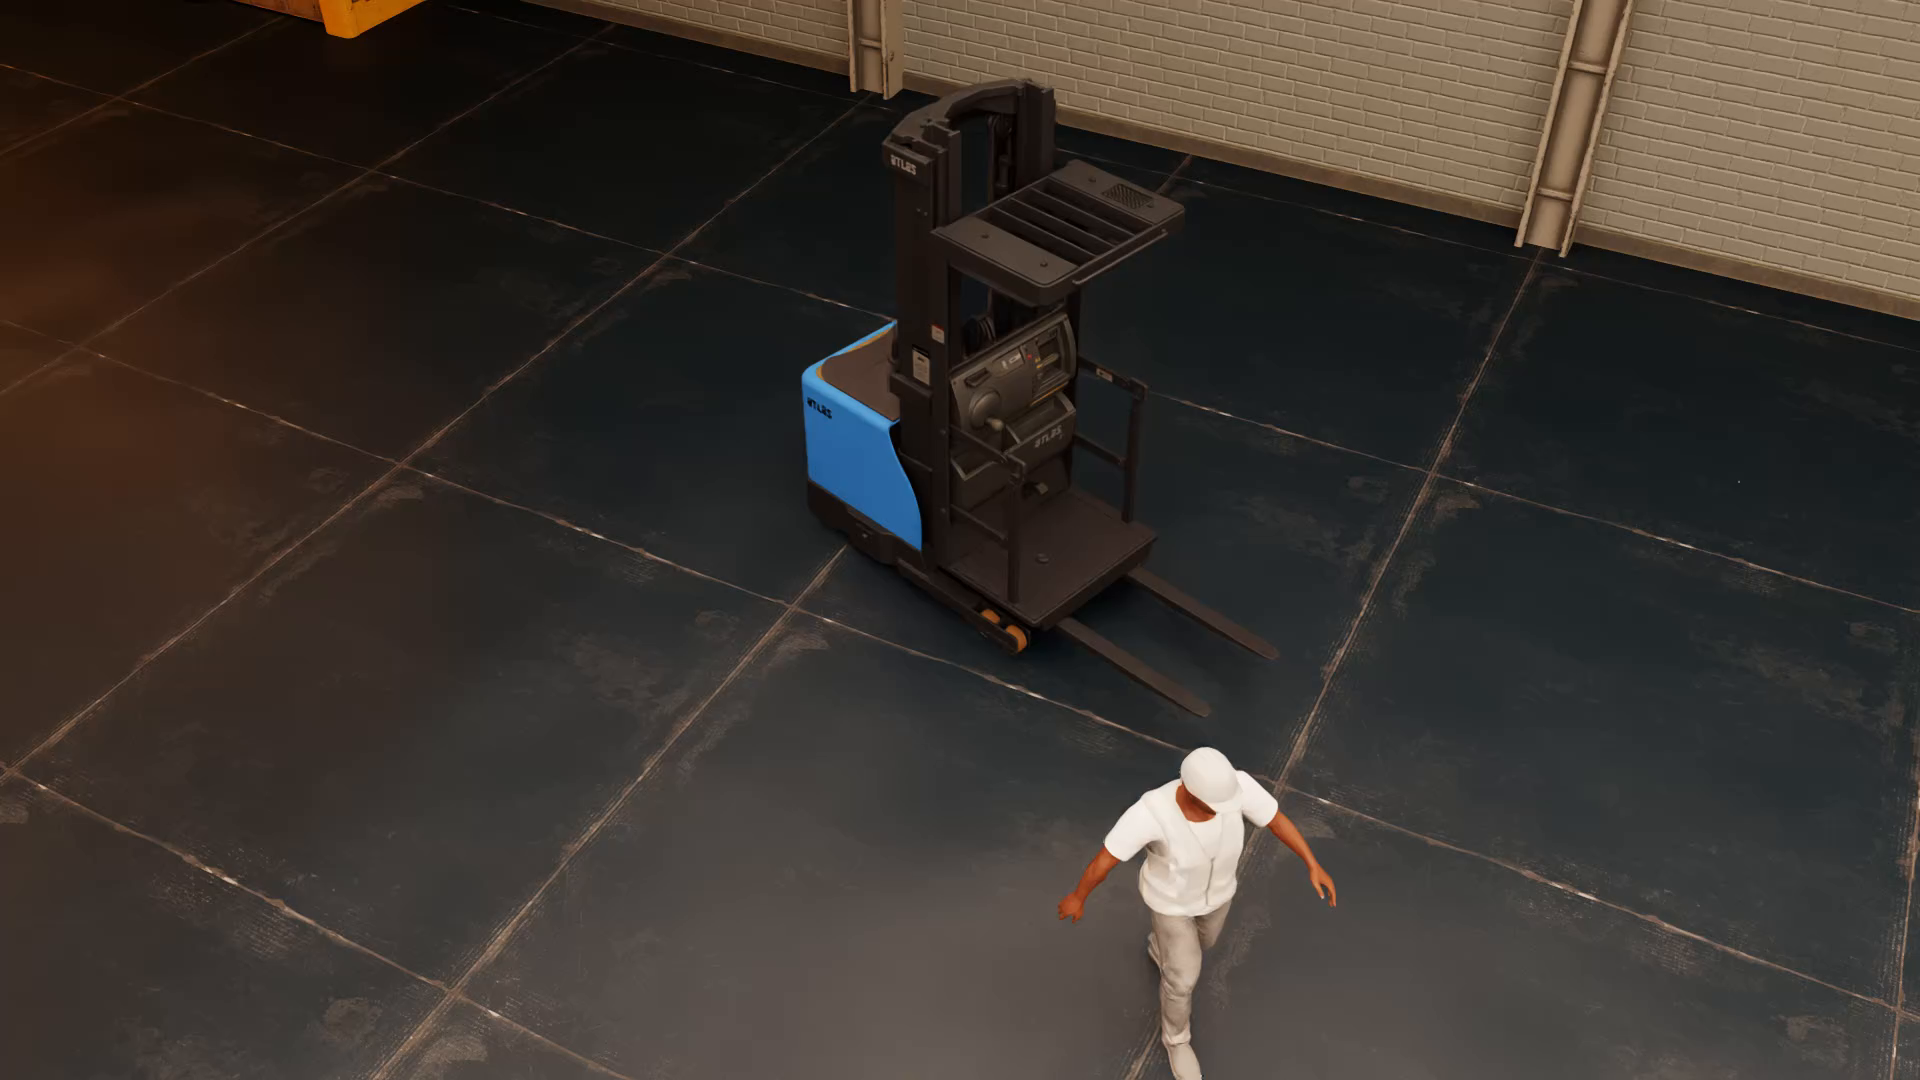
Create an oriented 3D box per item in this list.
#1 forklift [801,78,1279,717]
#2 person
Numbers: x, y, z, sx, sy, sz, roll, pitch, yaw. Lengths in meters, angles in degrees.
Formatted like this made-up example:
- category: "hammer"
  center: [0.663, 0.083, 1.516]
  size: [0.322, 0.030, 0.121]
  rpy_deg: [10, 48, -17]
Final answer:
- category: "forklift"
  center: [0.450, -0.849, 8.995]
  size: [3.031, 2.935, 1.130]
  rpy_deg: [32, 50, 32]
- category: "person"
  center: [0.975, 1.510, 7.073]
  size: [1.020, 1.676, 0.765]
  rpy_deg: [-17, 43, -19]
